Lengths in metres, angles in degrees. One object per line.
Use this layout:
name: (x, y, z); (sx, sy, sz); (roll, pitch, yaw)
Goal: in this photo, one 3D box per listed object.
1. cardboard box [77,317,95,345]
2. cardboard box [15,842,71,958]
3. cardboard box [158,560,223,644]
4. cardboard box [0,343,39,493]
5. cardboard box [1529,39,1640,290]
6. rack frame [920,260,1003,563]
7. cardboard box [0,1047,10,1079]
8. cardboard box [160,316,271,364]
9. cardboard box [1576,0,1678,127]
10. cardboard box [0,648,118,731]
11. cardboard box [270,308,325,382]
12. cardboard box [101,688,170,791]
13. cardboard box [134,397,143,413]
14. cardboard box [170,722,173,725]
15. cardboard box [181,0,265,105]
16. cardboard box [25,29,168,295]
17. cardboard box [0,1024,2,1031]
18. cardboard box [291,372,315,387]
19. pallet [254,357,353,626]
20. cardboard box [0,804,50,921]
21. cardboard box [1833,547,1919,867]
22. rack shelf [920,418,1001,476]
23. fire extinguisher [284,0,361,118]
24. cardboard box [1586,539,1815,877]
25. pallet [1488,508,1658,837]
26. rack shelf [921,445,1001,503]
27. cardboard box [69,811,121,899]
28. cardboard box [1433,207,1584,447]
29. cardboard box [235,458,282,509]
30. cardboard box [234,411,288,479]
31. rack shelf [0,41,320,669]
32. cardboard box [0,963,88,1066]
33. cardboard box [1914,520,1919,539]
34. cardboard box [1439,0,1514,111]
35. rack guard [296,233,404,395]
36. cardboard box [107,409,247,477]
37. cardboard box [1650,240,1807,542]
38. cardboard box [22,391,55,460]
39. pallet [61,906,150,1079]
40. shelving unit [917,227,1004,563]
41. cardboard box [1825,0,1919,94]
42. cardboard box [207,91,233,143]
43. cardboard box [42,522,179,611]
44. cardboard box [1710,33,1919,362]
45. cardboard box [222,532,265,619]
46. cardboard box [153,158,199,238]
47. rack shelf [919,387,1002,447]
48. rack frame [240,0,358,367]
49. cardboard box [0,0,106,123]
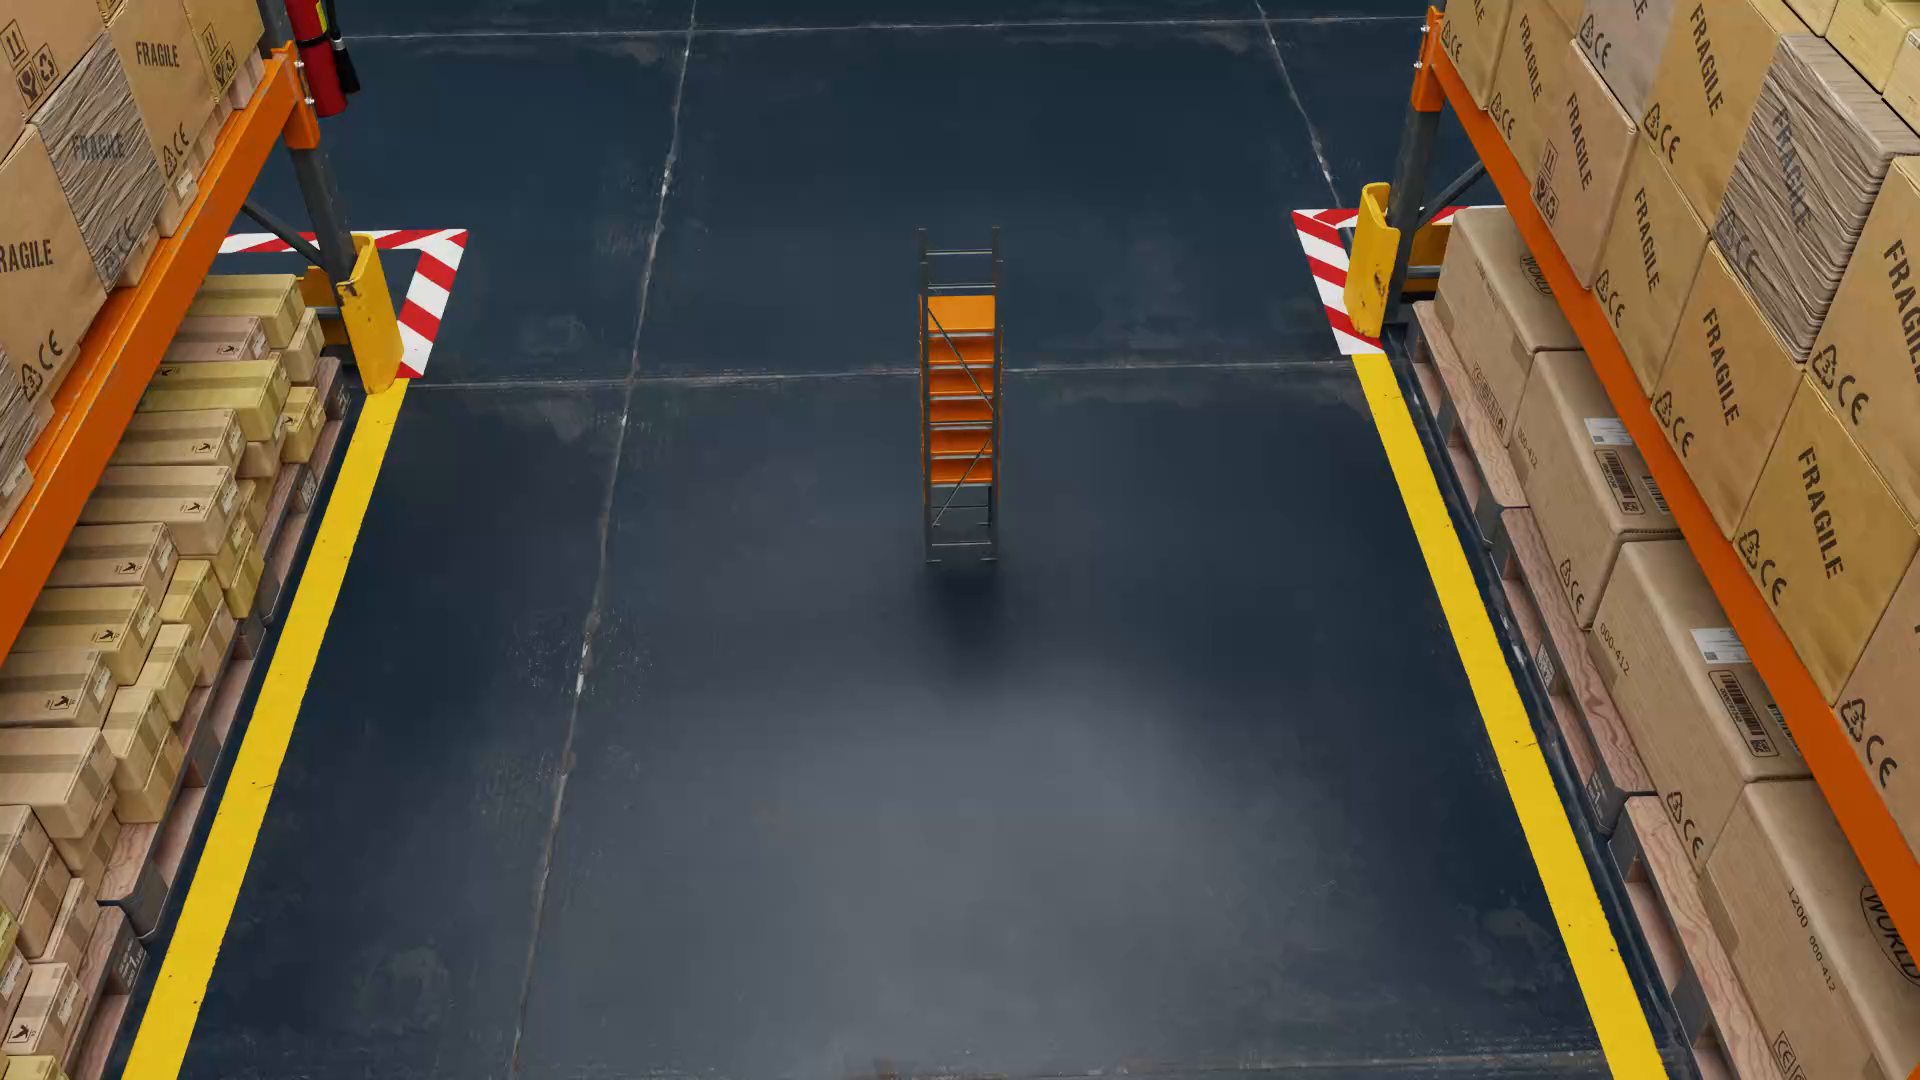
cardboard box: (-2.515, -0.638, 4.412); (0.380, 0.149, 0.250); (-3, 43, -4)
cardboard box: (-2.459, 0.904, 4.123); (0.380, 0.149, 0.250); (-4, 43, -4)
cardboard box: (-2.419, 0.193, 4.898); (0.380, 0.149, 0.250); (0, 43, 0)
cardboard box: (-2.391, -0.278, 3.539); (0.500, 0.500, 0.500); (-2, 43, -3)
cardboard box: (1.950, -1.045, 4.596); (0.500, 0.500, 0.500); (-2, 43, -2)
rack frame: (0.005, -0.371, 5.267); (0.240, 1.200, 0.006); (-2, 43, -2)
cardboard box: (-2.404, 1.250, 3.746); (0.380, 0.149, 0.250); (-1, 43, -1)
cardboard box: (-2.549, -0.617, 5.562); (0.380, 0.149, 0.250); (-1, 43, -1)
cardboard box: (1.958, -1.403, 4.246); (0.500, 0.500, 0.500); (-2, 43, -2)
cardboard box: (-2.485, 0.436, 4.414); (0.380, 0.149, 0.250); (-3, 43, -4)
cardboard box: (-2.470, -0.680, 5.851); (0.380, 0.149, 0.250); (-3, 43, -3)
cardboard box: (-2.395, 0.545, 4.514); (0.380, 0.149, 0.250); (-2, 43, -2)
cardboard box: (-2.983, -0.382, 5.745); (0.380, 0.149, 0.250); (-2, 43, -2)
cardboard box: (-2.486, 0.477, 4.809); (0.380, 0.149, 0.250); (-1, 43, -1)
cardboard box: (-2.502, -1.666, 5.053); (0.500, 0.500, 0.500); (-1, 43, -1)
cardboard box: (-2.454, -0.976, 4.300); (0.500, 0.500, 0.500); (-2, 43, -2)
cardboard box: (-2.368, 1.136, 3.649); (0.380, 0.149, 0.250); (0, 43, 0)
cardboard box: (-2.547, -0.569, 5.950); (0.380, 0.149, 0.250); (-1, 43, -1)
pallet: (-2.776, -0.186, 5.797); (1.003, 0.211, 1.213); (-2, 43, -2)
cardboard box: (-2.462, 0.791, 4.026); (0.380, 0.149, 0.250); (-3, 43, -3)
cardboard box: (2.058, 0.332, 3.093); (0.500, 0.500, 0.500); (-1, 43, -1)
rack shelf: (0.001, -0.311, 5.445); (0.258, 0.103, 0.180); (-2, 43, -2)
fire extinguisher: (-2.328, -1.832, 5.862); (0.296, 0.674, 0.183); (-2, 43, -2)
cardboard box: (2.375, 0.434, 4.643); (0.875, 0.438, 0.875); (-3, 43, -3)
pallet: (2.324, 0.362, 5.199); (1.003, 0.211, 1.213); (-2, 43, -2)
rack shelf: (0.001, -0.223, 5.526); (0.258, 0.103, 0.180); (-2, 43, -2)
cardboard box: (-2.483, 0.830, 4.424); (0.380, 0.149, 0.250); (-3, 43, -4)
cardboard box: (2.291, -0.793, 5.980); (0.875, 0.438, 0.875); (-3, 43, -3)
cardboard box: (-2.510, -0.218, 5.567); (0.380, 0.149, 0.250); (-2, 43, -2)
cardboard box: (-2.447, -0.330, 5.469); (0.380, 0.149, 0.250); (-3, 43, -4)
rack shelf: (-2.693, -0.200, 4.280); (1.077, 0.370, 4.000); (-2, 43, -2)
cardboard box: (-2.376, 1.180, 4.041); (0.380, 0.149, 0.250); (-2, 43, -2)
cardboard box: (2.037, -0.041, 2.761); (0.500, 0.500, 0.500); (-2, 43, -2)
cardboard box: (1.897, -1.730, 5.343); (0.500, 0.500, 0.500); (-2, 43, -2)
rack guard: (-2.775, -0.842, 6.299); (1.175, 0.500, 0.348); (-2, 43, -2)
cardboard box: (-2.463, -0.269, 5.182); (0.380, 0.149, 0.250); (-3, 43, -4)
cardboard box: (1.995, -0.354, 3.842); (0.500, 0.500, 0.500); (-2, 43, -2)
cardboard box: (-2.455, -0.290, 4.032); (0.380, 0.149, 0.250); (0, 43, 0)
pallet: (-2.672, 1.461, 4.000); (1.003, 0.211, 1.213); (-2, 43, -2)
shelving unit: (0.001, -0.433, 5.334); (0.258, 1.200, 0.189); (-2, 43, -2)
cardboard box: (2.011, -1.033, 3.363); (0.380, 0.149, 0.250); (-2, 43, -3)
cardboard box: (-2.509, -1.341, 5.179); (0.380, 0.149, 0.250); (-2, 43, -2)
cardboard box: (-2.496, 0.092, 4.789); (0.380, 0.149, 0.250); (-3, 43, -3)
cardboard box: (1.993, -0.727, 3.509); (0.500, 0.500, 0.500); (-1, 43, -1)
cardboard box: (-2.413, 0.119, 5.200); (0.380, 0.149, 0.250); (-3, 43, -4)
cardboard box: (-2.449, -1.001, 4.808); (0.380, 0.149, 0.250); (-1, 43, -1)
rack shelf: (0.001, -0.400, 5.364); (0.258, 0.103, 0.180); (-2, 43, -2)
rack frame: (-2.778, -1.815, 5.510); (1.000, 3.000, 0.127); (-2, 43, -2)
cardboard box: (-2.457, -1.335, 3.953); (0.500, 0.500, 0.500); (0, 43, 0)
